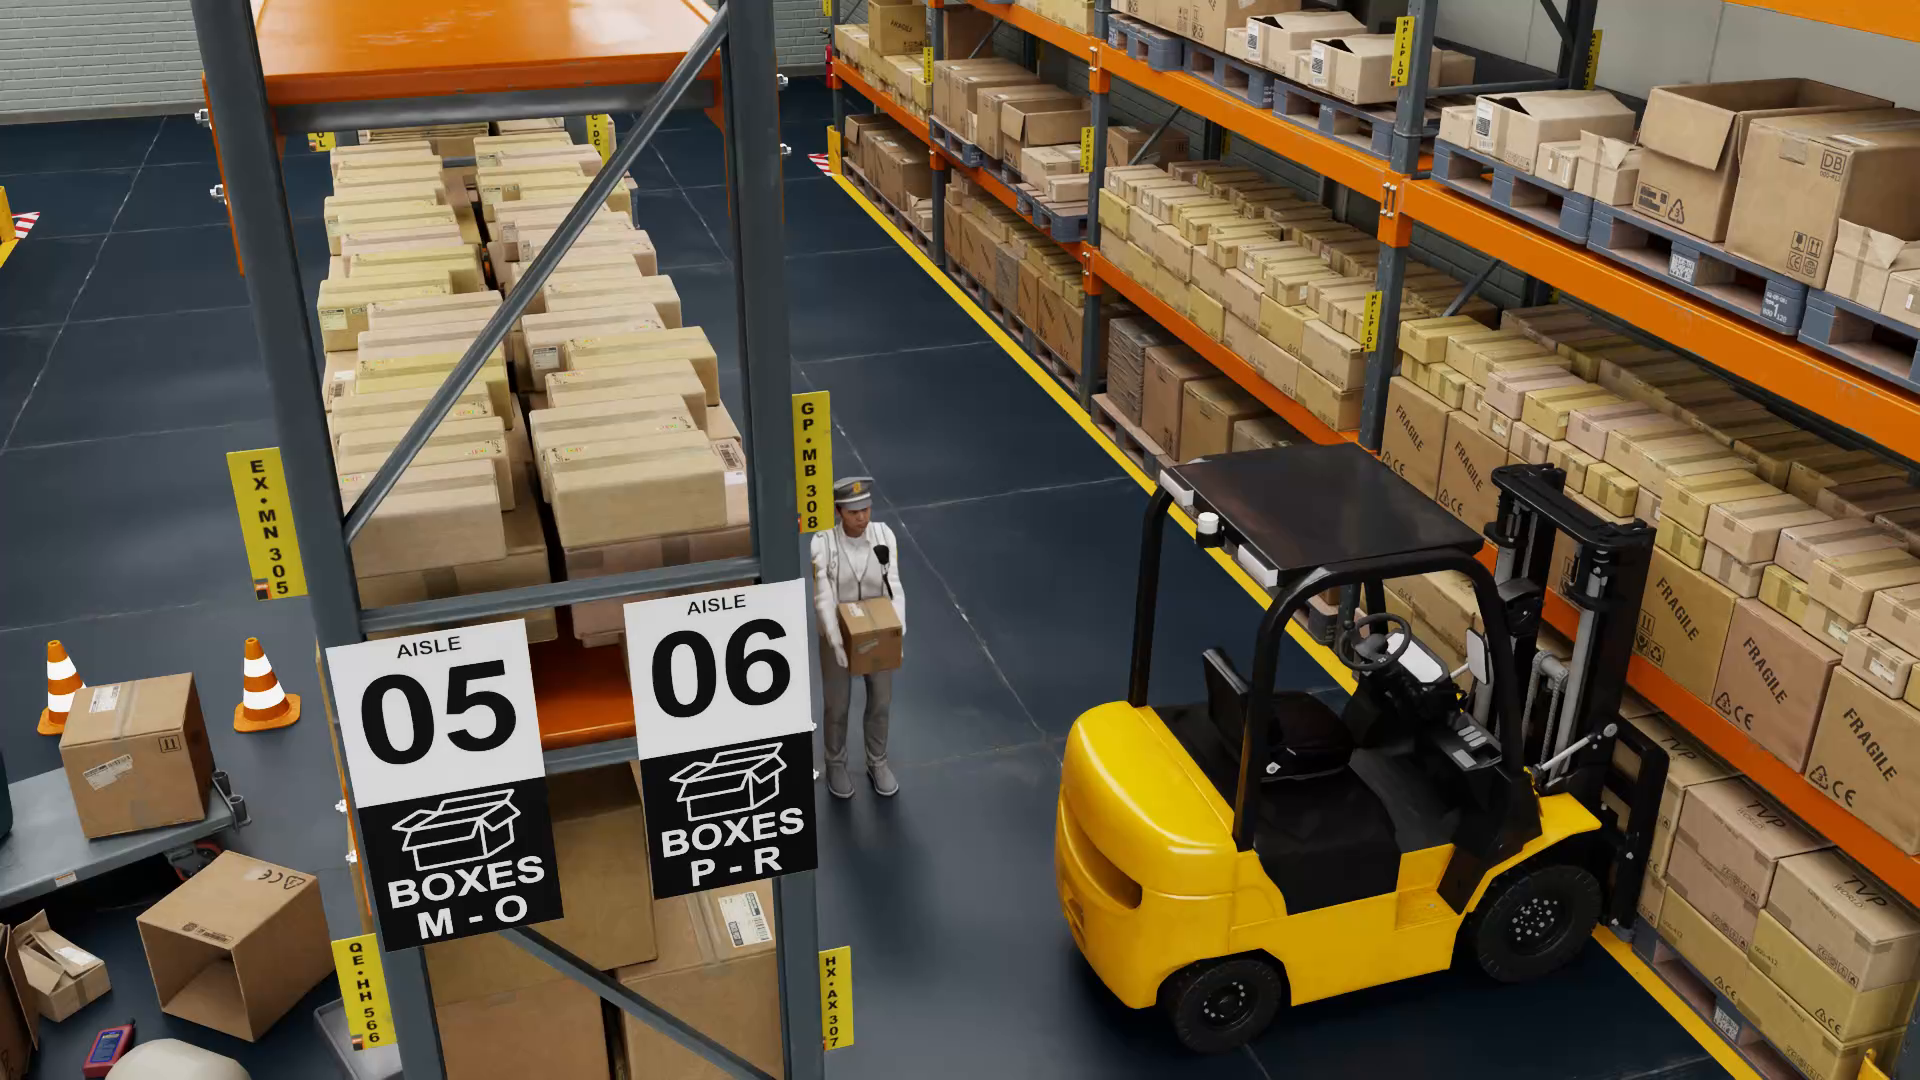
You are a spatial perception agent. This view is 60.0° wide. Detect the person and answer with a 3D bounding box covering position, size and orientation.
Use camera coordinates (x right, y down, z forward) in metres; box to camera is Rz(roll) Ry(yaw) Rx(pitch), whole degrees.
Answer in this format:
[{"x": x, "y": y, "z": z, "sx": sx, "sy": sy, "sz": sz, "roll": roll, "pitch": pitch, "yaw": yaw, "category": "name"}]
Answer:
[{"x": -0.483, "y": 0.499, "z": 8.091, "sx": 0.435, "sy": 1.691, "sz": 0.526, "roll": -9, "pitch": 28, "yaw": -17, "category": "person"}]
